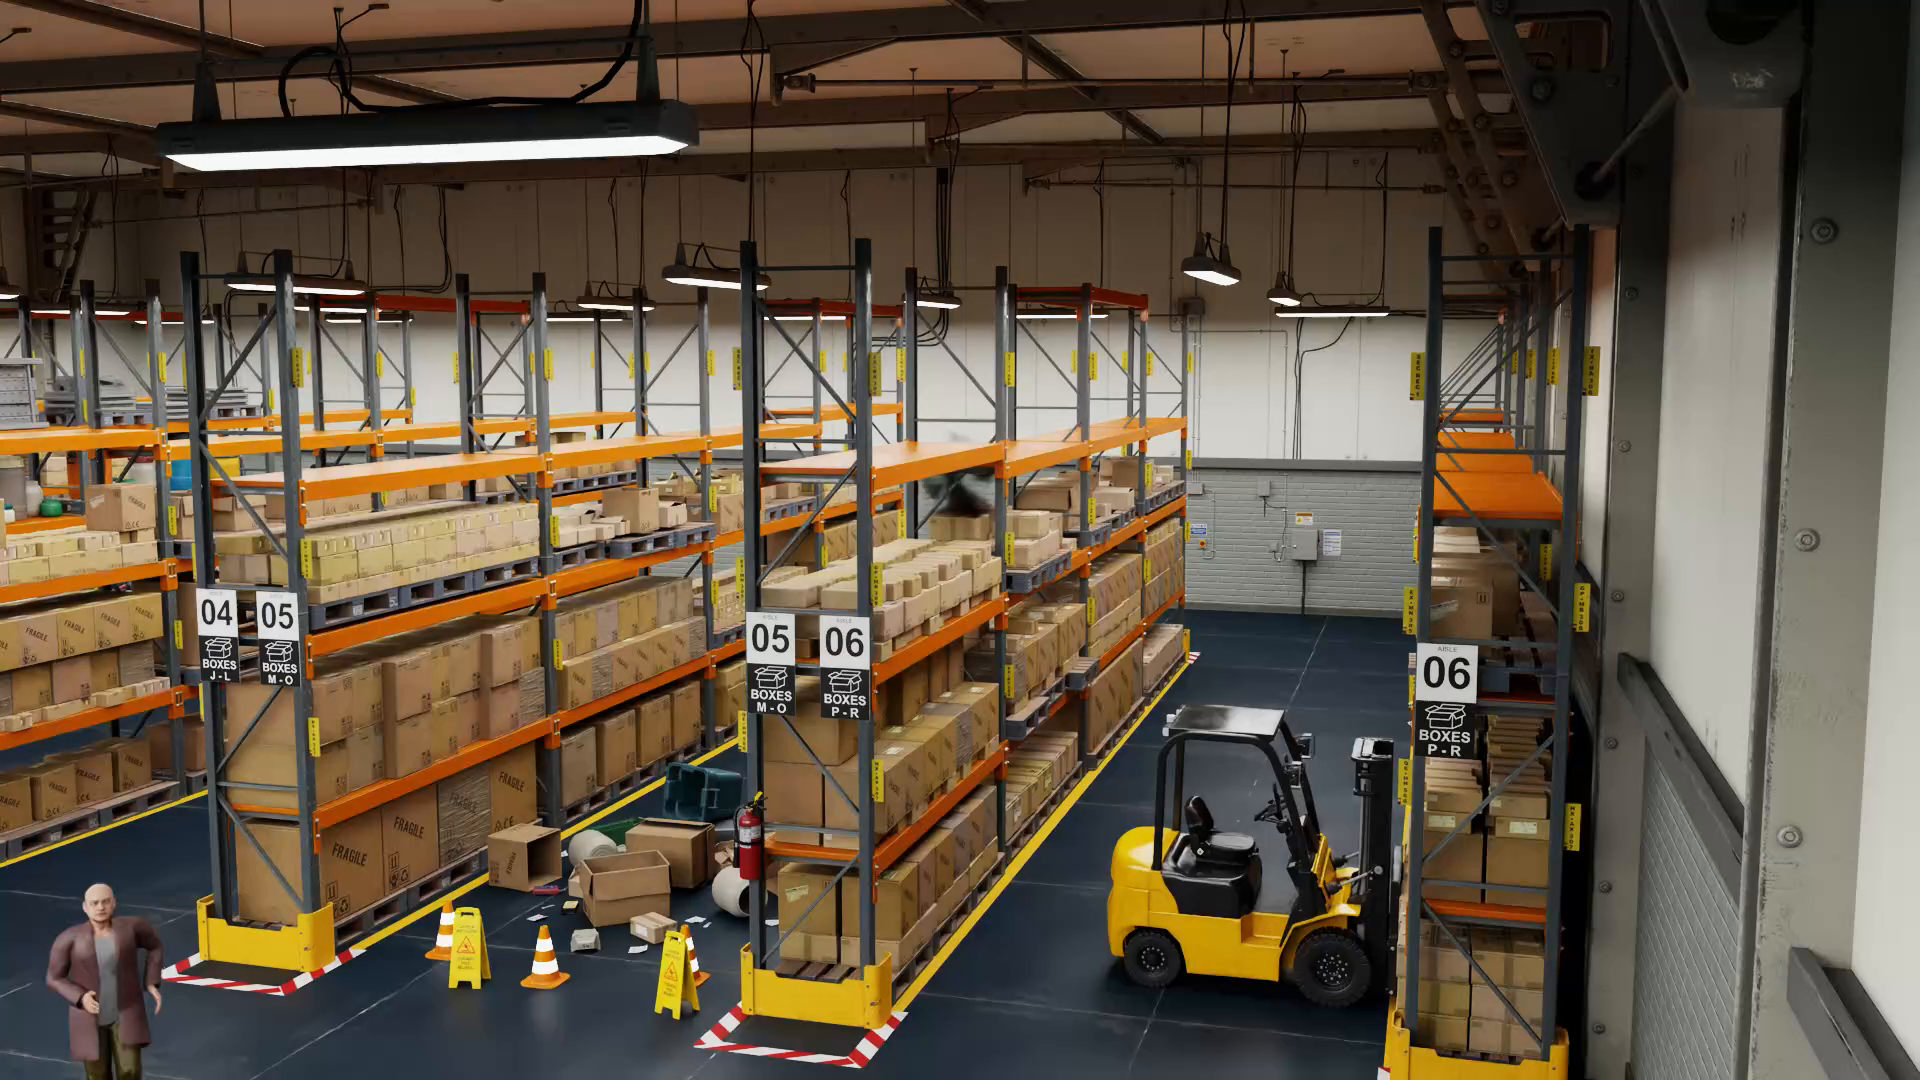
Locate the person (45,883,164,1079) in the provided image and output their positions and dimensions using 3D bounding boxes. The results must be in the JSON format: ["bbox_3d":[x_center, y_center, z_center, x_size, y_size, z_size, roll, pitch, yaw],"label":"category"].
[{"bbox_3d":[-5.527,3.100,10.801,0.698,1.739,0.622,-3,7,-28],"label":"person"}]
